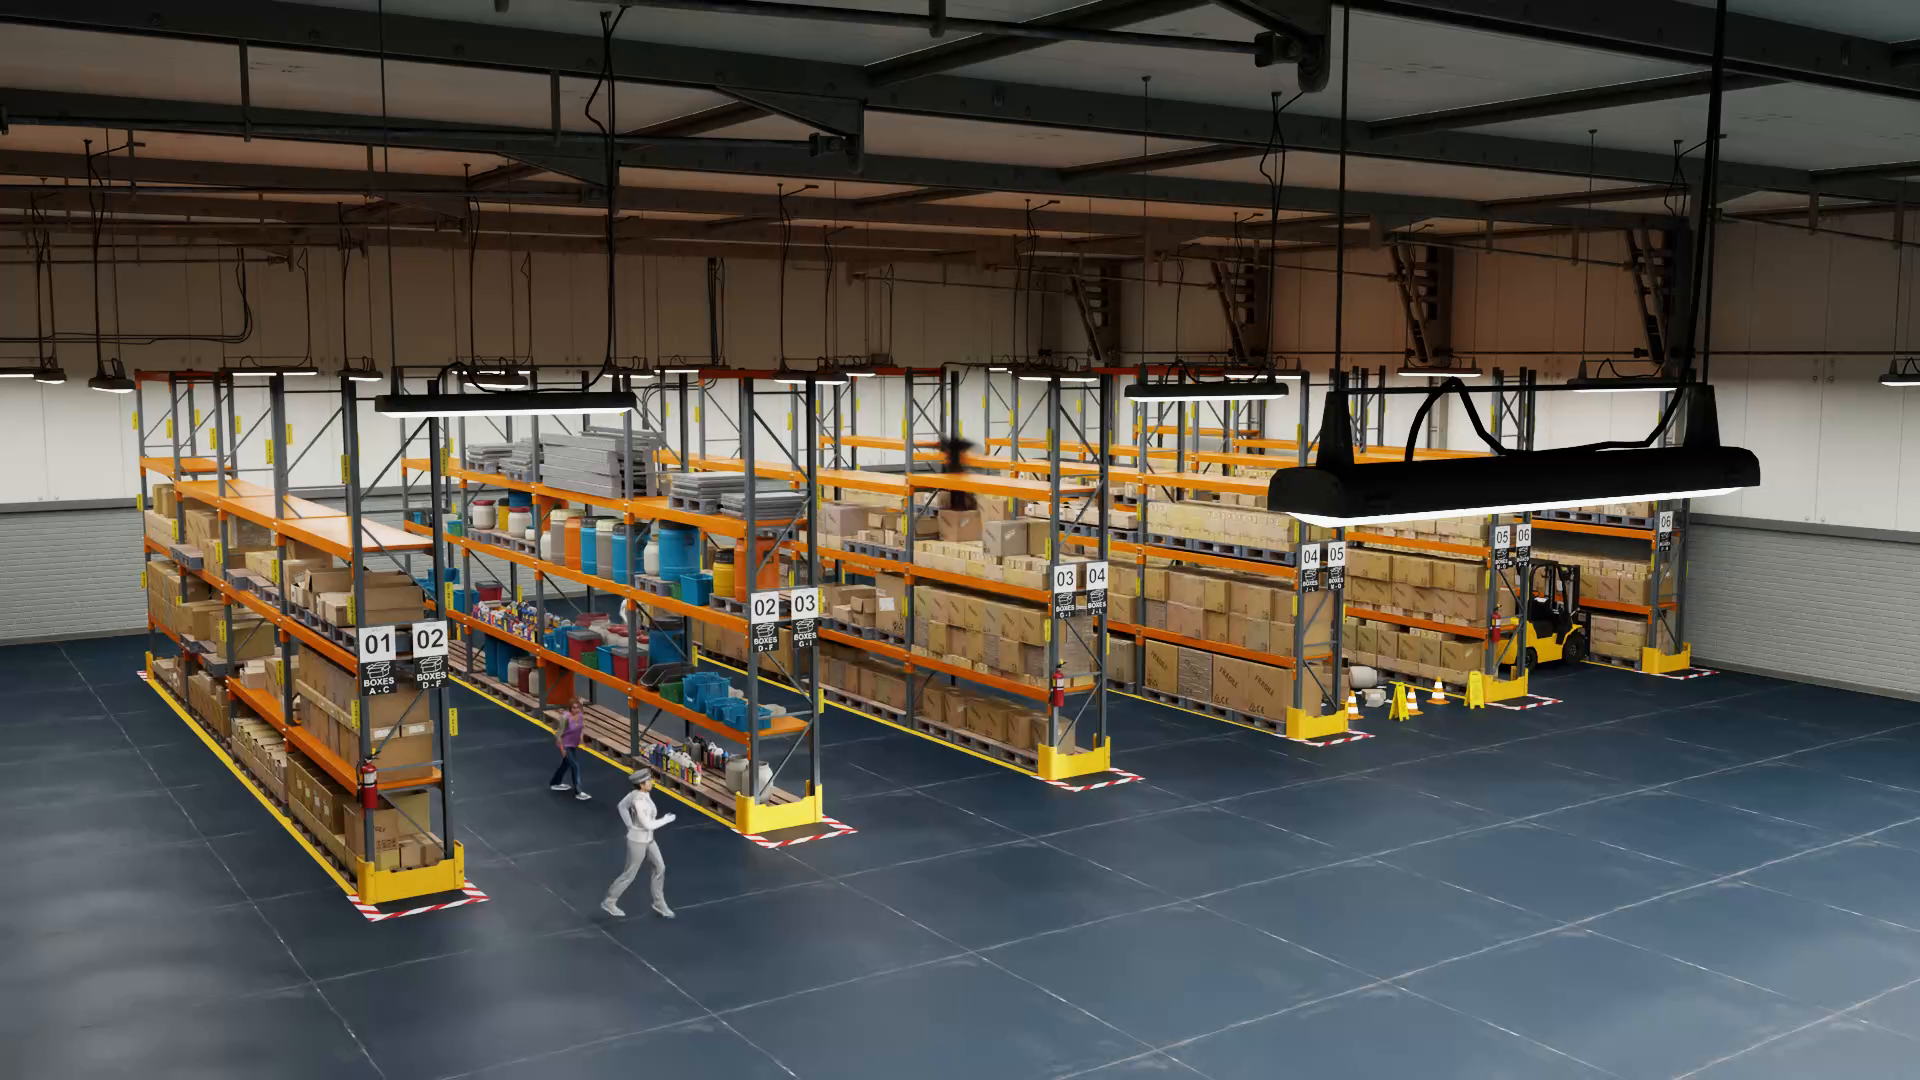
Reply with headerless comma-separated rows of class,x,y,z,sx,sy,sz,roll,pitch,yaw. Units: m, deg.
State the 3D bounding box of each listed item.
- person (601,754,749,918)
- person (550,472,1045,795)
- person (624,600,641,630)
person,-3.390,3.257,20.853,1.570,1.498,5.148,0,6,-4
person,-3.585,0.728,33.690,6.649,3.497,20.412,3,7,28
person,-6.770,1.722,34.392,0.348,1.485,0.778,-2,7,-17
